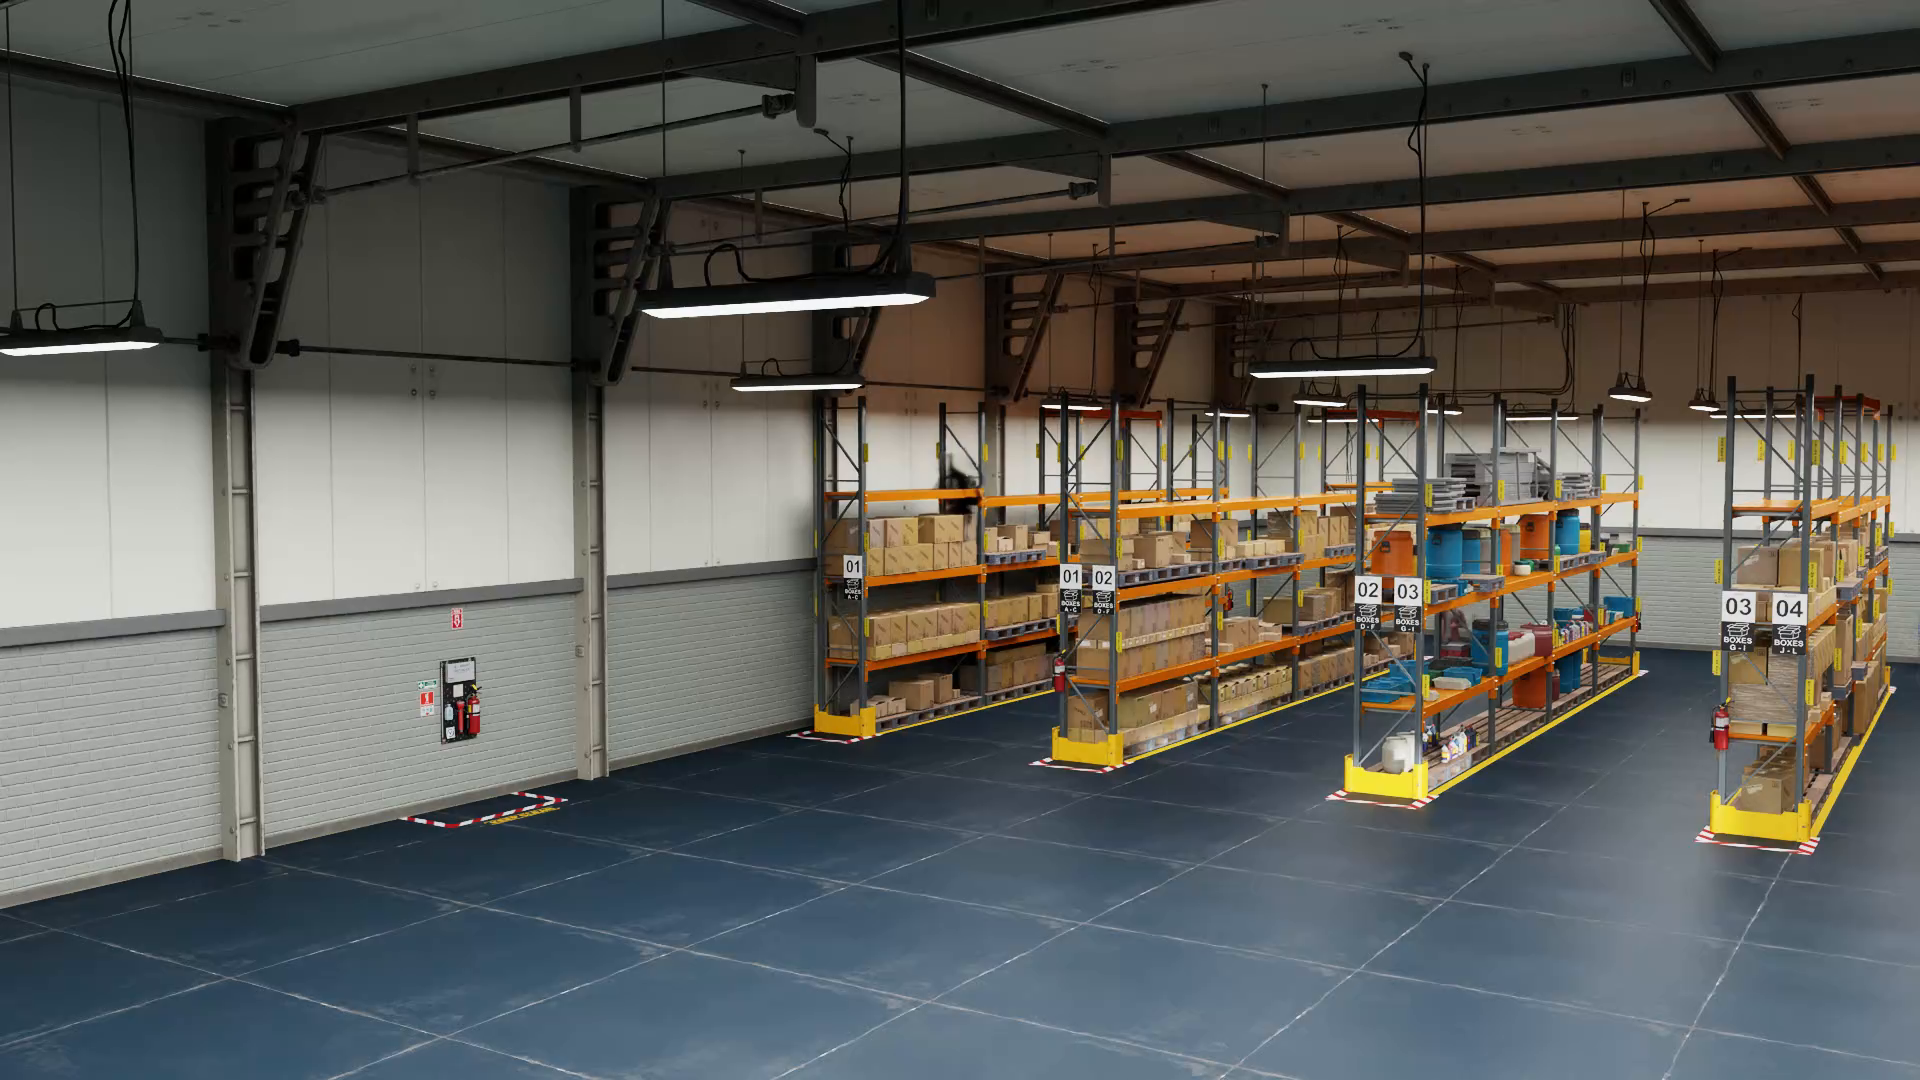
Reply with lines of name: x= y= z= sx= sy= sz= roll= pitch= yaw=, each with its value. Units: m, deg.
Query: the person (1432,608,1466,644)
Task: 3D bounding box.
person: x=10.884 y=2.186 z=37.030 sx=0.722 sy=1.791 sz=0.900 roll=1 pitch=3 yaw=20
